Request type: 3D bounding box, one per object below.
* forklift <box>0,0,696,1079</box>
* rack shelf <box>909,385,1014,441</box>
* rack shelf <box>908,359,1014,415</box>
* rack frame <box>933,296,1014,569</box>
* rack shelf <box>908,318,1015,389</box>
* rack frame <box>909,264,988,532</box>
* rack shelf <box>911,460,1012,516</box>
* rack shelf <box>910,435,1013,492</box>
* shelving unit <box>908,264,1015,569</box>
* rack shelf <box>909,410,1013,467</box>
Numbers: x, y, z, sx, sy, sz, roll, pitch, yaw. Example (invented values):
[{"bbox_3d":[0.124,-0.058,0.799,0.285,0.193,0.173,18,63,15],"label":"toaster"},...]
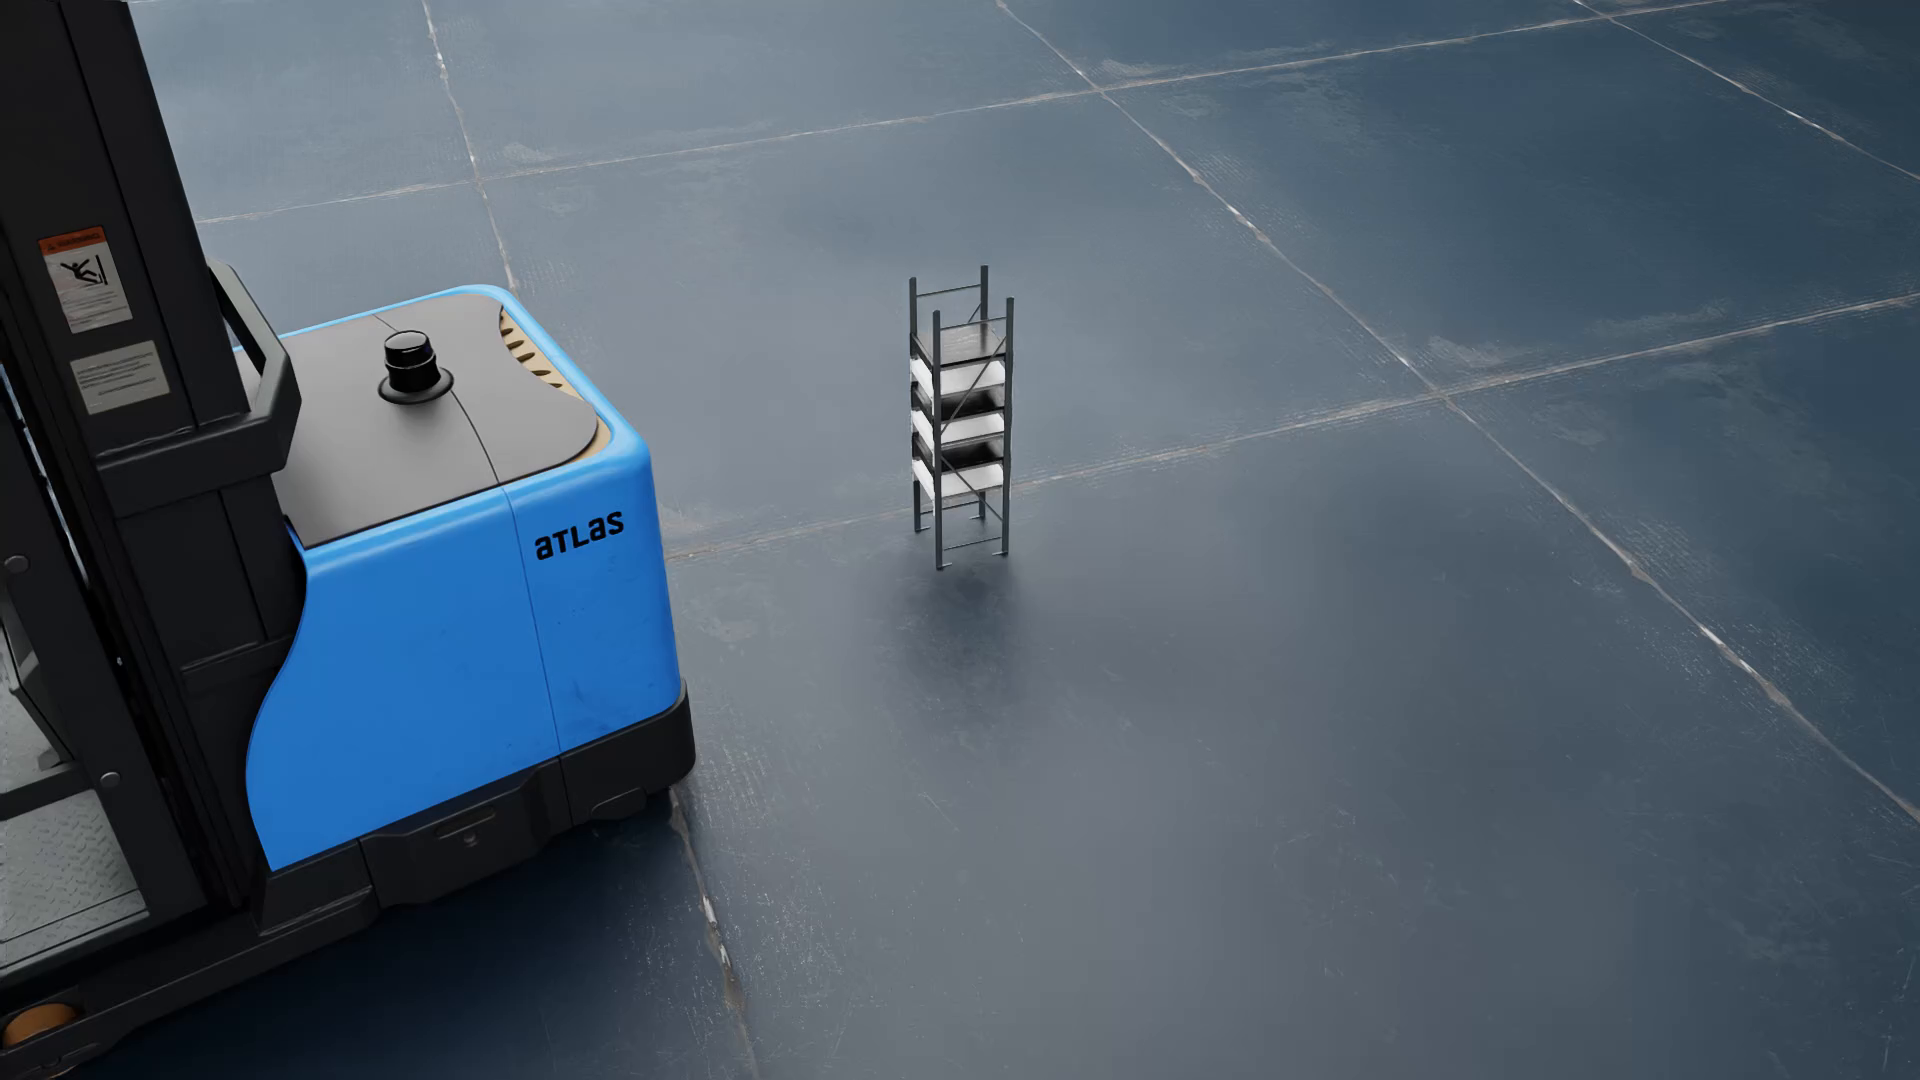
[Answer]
[{"bbox_3d":[-2.207,-0.283,3.189,3.031,2.935,1.130,-21,42,-26],"label":"forklift"},{"bbox_3d":[0.003,-0.400,4.939,0.258,0.077,0.200,-12,39,-16],"label":"rack shelf"},{"bbox_3d":[0.003,-0.472,4.885,0.258,0.077,0.200,-12,39,-16],"label":"rack shelf"},{"bbox_3d":[0.038,-0.297,4.897,0.240,0.900,0.006,-12,39,-16],"label":"rack frame"},{"bbox_3d":[0.003,-0.544,4.831,0.258,0.077,0.200,-12,39,-16],"label":"rack shelf"},{"bbox_3d":[-0.032,-0.412,5.049,0.240,0.900,0.006,-12,39,-16],"label":"rack frame"},{"bbox_3d":[0.003,-0.184,5.102,0.258,0.077,0.200,-12,39,-16],"label":"rack shelf"},{"bbox_3d":[0.003,-0.256,5.047,0.258,0.077,0.200,-12,39,-16],"label":"rack shelf"},{"bbox_3d":[0.003,-0.355,4.973,0.258,0.900,0.210,-12,39,-16],"label":"shelving unit"},{"bbox_3d":[0.003,-0.328,4.993,0.258,0.077,0.200,-12,39,-16],"label":"rack shelf"}]
